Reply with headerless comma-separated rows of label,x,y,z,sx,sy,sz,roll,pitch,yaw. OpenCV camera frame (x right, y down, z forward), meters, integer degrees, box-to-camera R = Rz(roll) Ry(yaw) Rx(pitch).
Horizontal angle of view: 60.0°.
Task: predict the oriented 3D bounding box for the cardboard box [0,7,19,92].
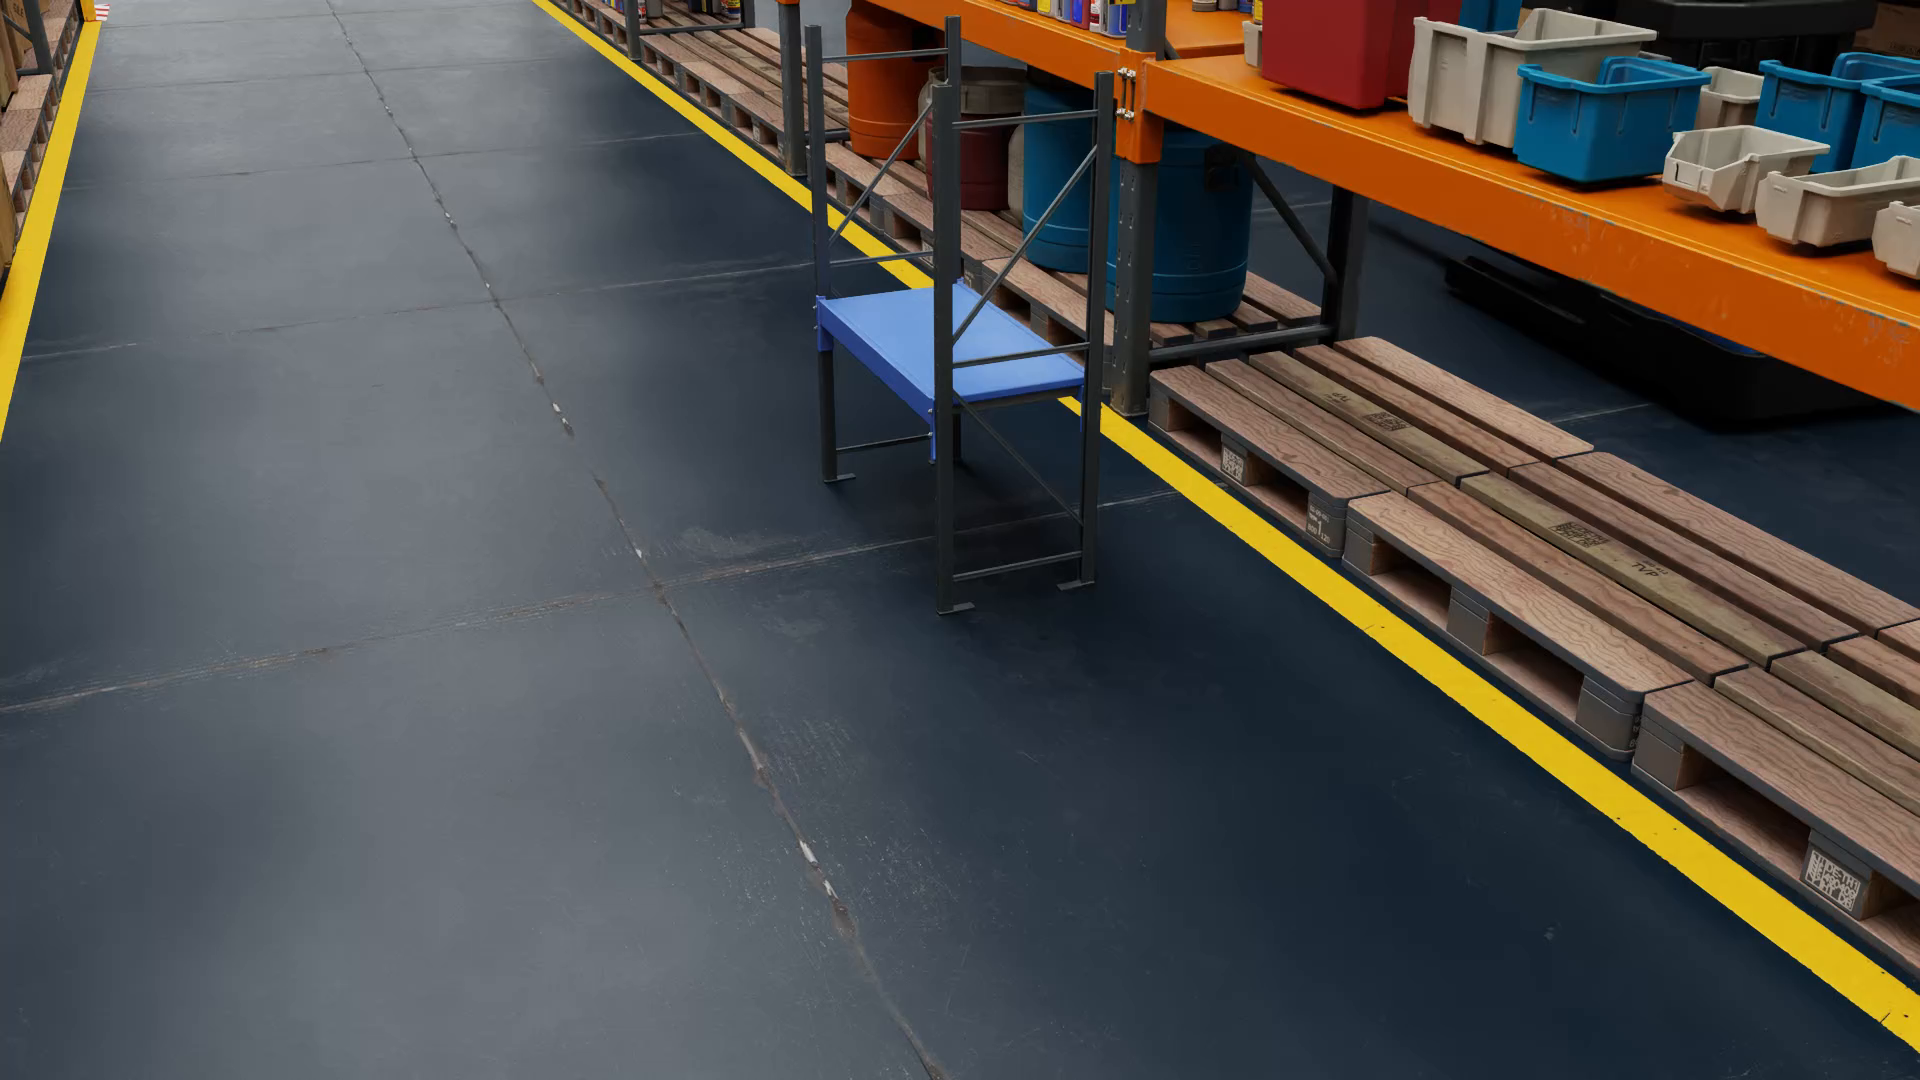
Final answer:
cardboard box,-6.422,-3.105,10.538,0.700,0.500,0.500,-13,29,-25

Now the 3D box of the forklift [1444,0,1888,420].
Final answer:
forklift,2.839,-2.375,6.774,1.130,2.935,3.031,-7,27,-15

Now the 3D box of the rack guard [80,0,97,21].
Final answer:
rack guard,-8.180,-4.743,14.395,1.175,0.500,0.348,-11,28,-21

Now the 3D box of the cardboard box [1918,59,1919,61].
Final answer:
cardboard box,5.422,-2.278,8.845,0.500,0.500,0.500,-10,28,-20

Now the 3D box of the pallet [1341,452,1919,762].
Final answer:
pallet,1.853,0.133,4.737,1.003,0.211,1.213,-11,28,-21

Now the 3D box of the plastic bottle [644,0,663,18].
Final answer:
plastic bottle,-2.470,-4.376,13.311,0.144,0.351,0.185,-11,28,-21

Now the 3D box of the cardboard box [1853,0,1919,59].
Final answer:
cardboard box,5.250,-2.805,9.070,0.500,0.250,0.500,-11,28,-20

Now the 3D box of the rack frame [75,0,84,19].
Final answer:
rack frame,-8.209,-5.897,13.909,1.000,3.000,0.127,-11,28,-21

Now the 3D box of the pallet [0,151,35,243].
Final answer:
pallet,-5.381,-1.730,8.553,1.003,0.211,1.213,-11,28,-21

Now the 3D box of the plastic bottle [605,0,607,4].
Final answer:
plastic bottle,-2.936,-4.601,13.943,0.097,0.201,0.097,0,26,0

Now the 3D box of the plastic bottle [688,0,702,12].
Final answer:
plastic bottle,-2.152,-4.513,13.592,0.144,0.351,0.185,-11,28,-21

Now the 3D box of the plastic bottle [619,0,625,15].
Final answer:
plastic bottle,-2.678,-4.428,13.419,0.144,0.351,0.185,-12,29,-23

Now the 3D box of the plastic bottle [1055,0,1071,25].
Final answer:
plastic bottle,0.453,-2.099,6.271,0.152,0.276,0.135,-11,28,-21

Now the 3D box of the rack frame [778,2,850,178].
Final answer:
rack frame,-0.519,-3.518,9.037,1.000,3.000,0.127,-11,28,-21

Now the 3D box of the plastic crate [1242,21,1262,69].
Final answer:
plastic crate,1.098,-1.600,5.339,0.396,0.136,0.243,-11,28,-21

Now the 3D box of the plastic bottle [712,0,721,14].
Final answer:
plastic bottle,-1.959,-4.437,13.521,0.152,0.276,0.135,-10,28,-19

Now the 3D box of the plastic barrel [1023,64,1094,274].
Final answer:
plastic barrel,0.573,-1.658,7.139,0.600,0.901,0.708,-11,28,-21

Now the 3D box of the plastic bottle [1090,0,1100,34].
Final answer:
plastic bottle,0.525,-1.960,6.072,0.097,0.201,0.097,0,26,0

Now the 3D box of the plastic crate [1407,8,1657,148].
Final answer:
plastic crate,1.476,-1.229,4.415,0.437,0.282,0.530,-11,28,-21

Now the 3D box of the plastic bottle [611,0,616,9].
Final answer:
plastic bottle,-2.804,-4.559,13.686,0.144,0.351,0.185,-11,28,-21

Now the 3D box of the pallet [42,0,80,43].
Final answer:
pallet,-7.894,-4.279,13.774,1.003,0.211,1.213,-11,28,-21

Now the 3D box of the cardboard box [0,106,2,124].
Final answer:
cardboard box,-6.033,-2.683,9.675,0.700,0.500,0.500,-13,29,-25

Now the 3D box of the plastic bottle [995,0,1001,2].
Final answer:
plastic bottle,0.202,-2.357,6.800,0.152,0.276,0.135,-11,28,-21

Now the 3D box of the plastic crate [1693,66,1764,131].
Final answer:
plastic crate,2.006,-1.161,4.441,0.293,0.136,0.466,-11,28,-21

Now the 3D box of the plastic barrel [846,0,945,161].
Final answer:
plastic barrel,-0.312,-2.537,9.023,0.600,0.830,0.708,-11,28,-21

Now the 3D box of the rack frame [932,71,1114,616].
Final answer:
rack frame,0.166,-0.503,4.571,0.500,1.500,0.032,-11,28,-21

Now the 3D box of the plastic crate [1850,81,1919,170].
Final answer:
plastic crate,2.305,-0.928,3.855,0.416,0.233,0.300,-11,28,-21

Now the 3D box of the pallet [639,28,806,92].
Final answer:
pallet,-1.742,-3.570,12.321,1.003,0.211,1.213,-11,28,-21

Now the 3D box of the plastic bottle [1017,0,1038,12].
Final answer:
plastic bottle,0.314,-2.271,6.538,0.144,0.351,0.185,-11,28,-21

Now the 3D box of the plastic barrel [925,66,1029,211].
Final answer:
plastic barrel,0.131,-1.973,8.142,0.600,0.588,0.708,-11,28,-21

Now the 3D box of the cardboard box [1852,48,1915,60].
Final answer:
cardboard box,4.768,-2.381,9.055,0.500,0.500,0.500,-10,28,-20

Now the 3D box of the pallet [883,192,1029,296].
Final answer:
pallet,0.302,-1.462,8.005,1.003,0.211,1.213,-11,28,-21

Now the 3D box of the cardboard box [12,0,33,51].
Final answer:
cardboard box,-6.994,-3.746,11.874,0.500,0.500,0.500,-2,26,-4

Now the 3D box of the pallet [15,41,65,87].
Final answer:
pallet,-6.938,-3.294,11.756,1.003,0.211,1.213,-11,28,-21

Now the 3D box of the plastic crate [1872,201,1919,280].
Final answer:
plastic crate,2.028,-0.615,3.322,0.396,0.136,0.243,-11,28,-21

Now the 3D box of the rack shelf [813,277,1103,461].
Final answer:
rack shelf,-0.033,-0.547,5.070,0.538,0.185,1.000,-11,28,-21

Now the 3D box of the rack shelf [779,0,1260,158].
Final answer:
rack shelf,0.264,-2.388,7.541,1.077,0.370,4.000,-11,28,-21

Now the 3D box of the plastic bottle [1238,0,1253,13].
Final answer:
plastic bottle,1.144,-2.204,6.491,0.097,0.271,0.097,0,26,0

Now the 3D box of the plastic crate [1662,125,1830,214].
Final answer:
plastic crate,1.763,-0.839,3.782,0.298,0.136,0.250,-11,28,-21

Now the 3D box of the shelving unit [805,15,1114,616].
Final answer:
shelving unit,-0.033,-0.708,4.991,0.538,1.500,1.048,-11,28,-21

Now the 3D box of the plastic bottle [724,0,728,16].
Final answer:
plastic bottle,-1.847,-4.318,13.364,0.097,0.201,0.097,0,26,0

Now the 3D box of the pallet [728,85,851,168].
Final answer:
pallet,-0.787,-2.585,10.303,1.003,0.211,1.213,-11,28,-21

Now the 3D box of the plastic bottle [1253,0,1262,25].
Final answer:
plastic bottle,1.192,-2.095,6.179,0.144,0.351,0.185,-11,28,-21

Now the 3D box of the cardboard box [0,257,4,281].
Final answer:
cardboard box,-4.483,-1.258,6.351,1.225,0.875,0.875,-10,28,-20

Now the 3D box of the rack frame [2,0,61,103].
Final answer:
rack frame,-6.643,-4.282,10.602,1.000,3.000,0.127,-11,28,-21

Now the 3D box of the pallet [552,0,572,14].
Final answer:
pallet,-3.266,-5.143,15.544,1.003,0.211,1.213,-11,28,-21

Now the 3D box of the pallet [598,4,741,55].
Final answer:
pallet,-2.310,-4.158,13.526,1.003,0.211,1.213,-11,28,-21
